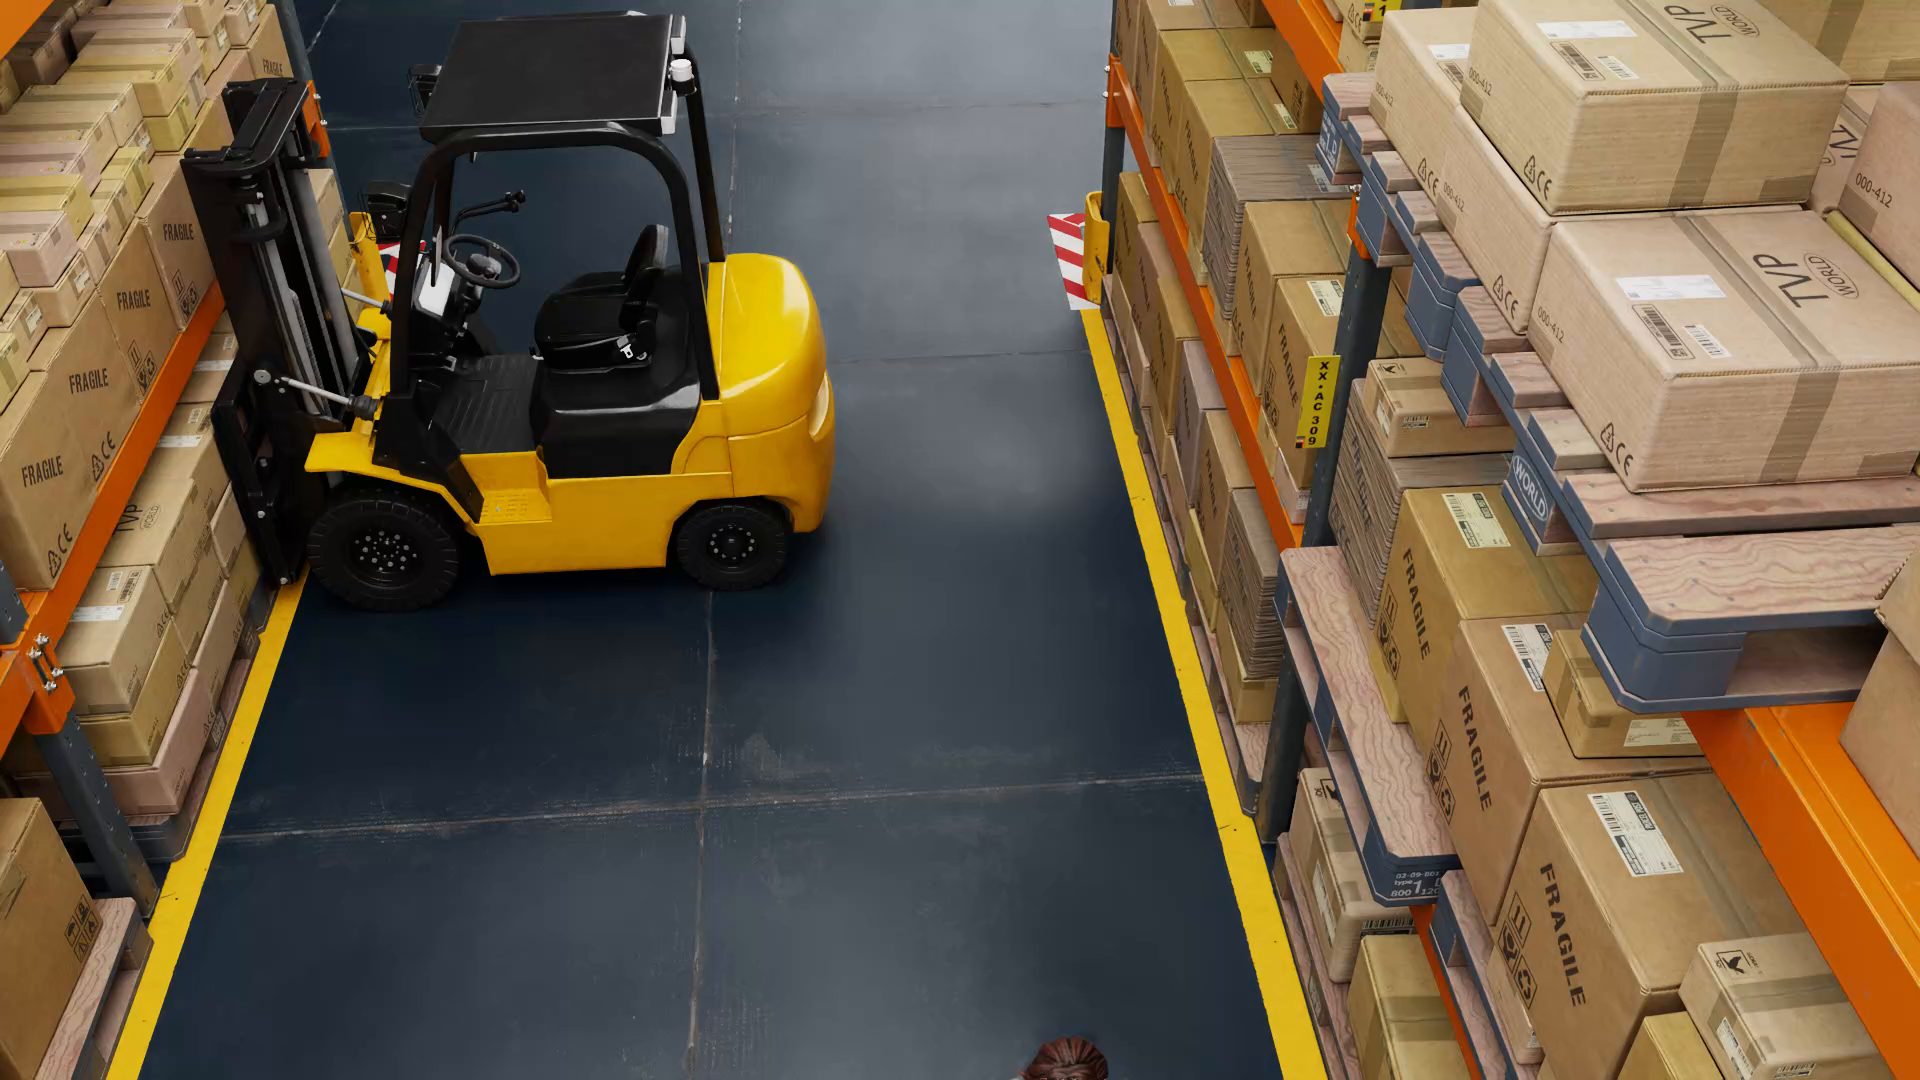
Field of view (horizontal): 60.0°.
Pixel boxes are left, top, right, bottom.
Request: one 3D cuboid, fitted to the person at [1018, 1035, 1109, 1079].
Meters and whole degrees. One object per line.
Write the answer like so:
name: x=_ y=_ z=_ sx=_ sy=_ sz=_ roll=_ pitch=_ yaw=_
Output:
person: x=0.238 y=1.762 z=3.957 sx=0.473 sy=1.664 sz=0.459 roll=-2 pitch=39 yaw=-3
